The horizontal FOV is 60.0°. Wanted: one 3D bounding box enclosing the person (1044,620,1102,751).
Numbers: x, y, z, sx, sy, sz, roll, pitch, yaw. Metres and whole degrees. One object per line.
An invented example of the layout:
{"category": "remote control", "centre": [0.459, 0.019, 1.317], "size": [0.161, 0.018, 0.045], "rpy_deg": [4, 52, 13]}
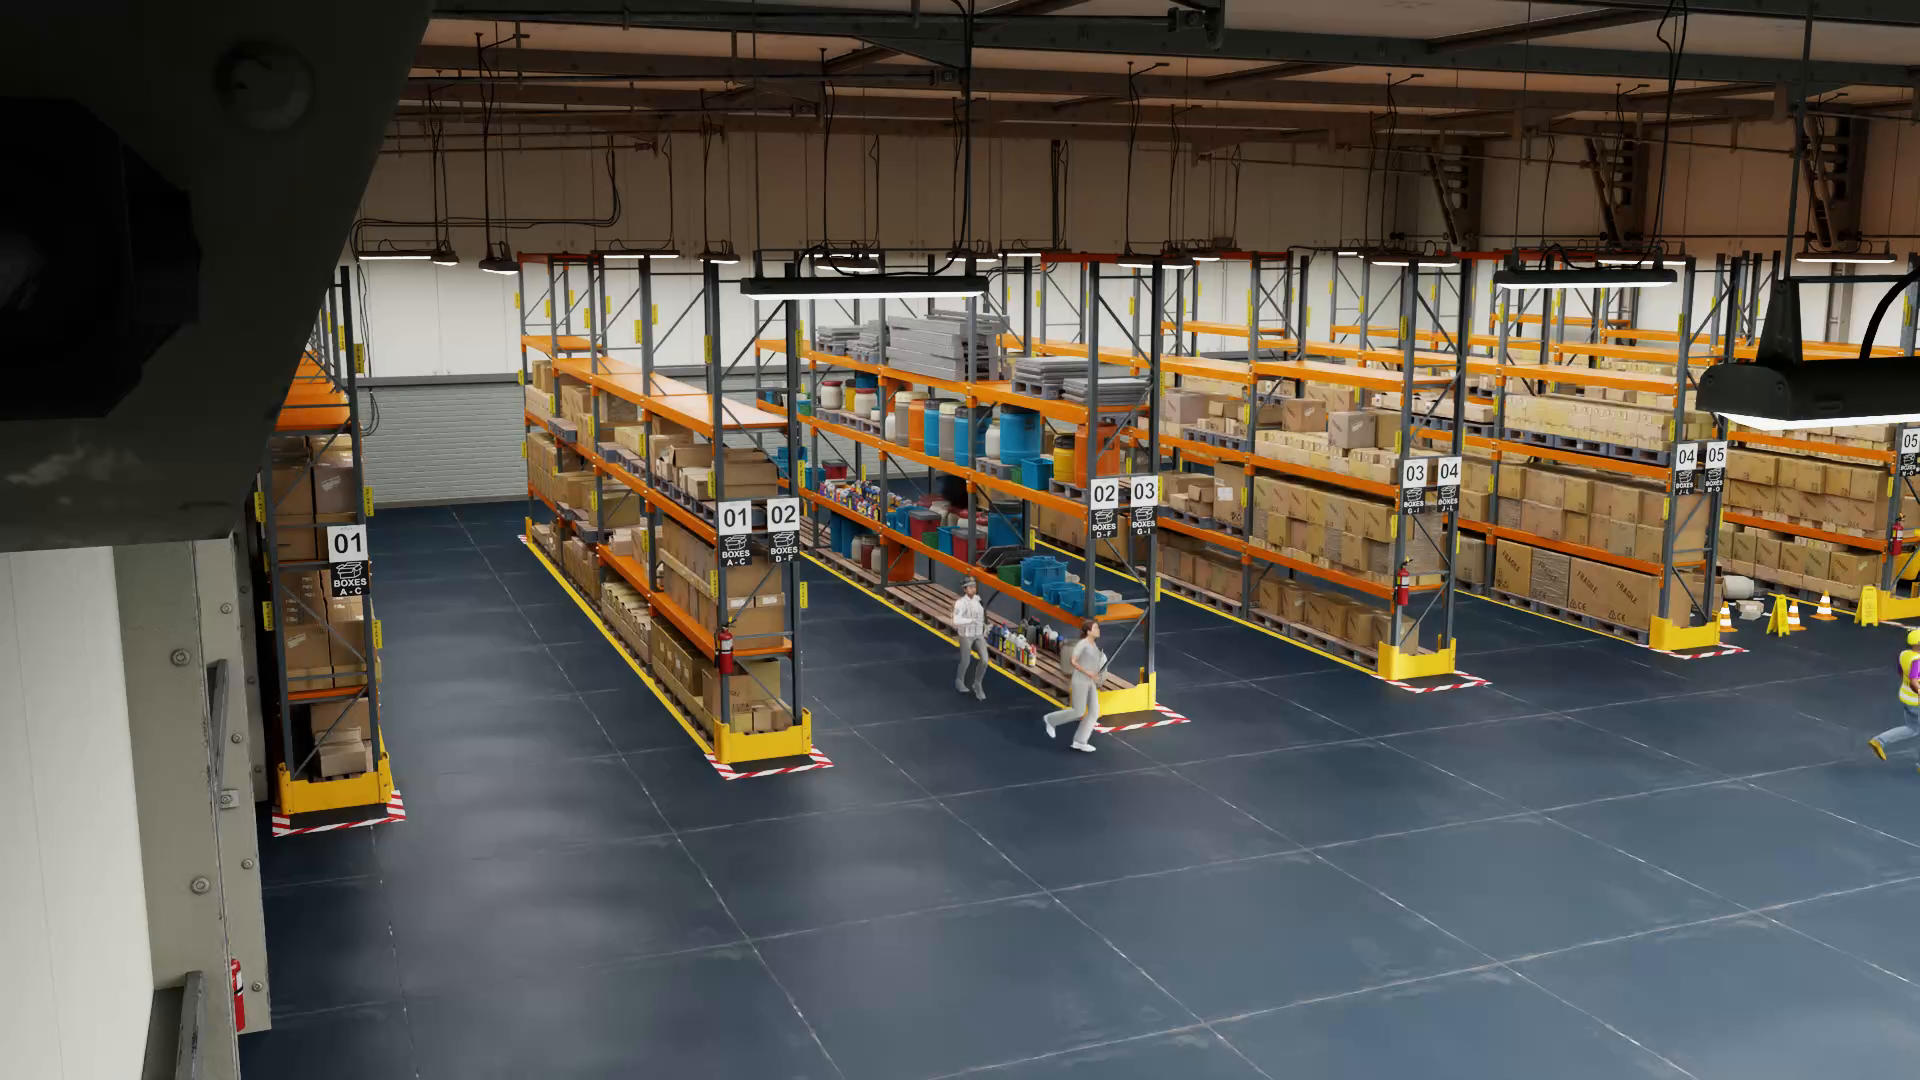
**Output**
{"category": "person", "centre": [1.500, 1.790, 20.927], "size": [0.750, 1.573, 0.626], "rpy_deg": [7, 12, 33]}

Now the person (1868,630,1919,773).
{"category": "person", "centre": [11.335, 1.916, 19.754], "size": [0.846, 1.739, 0.714], "rpy_deg": [1, 10, 8]}

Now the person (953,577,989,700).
{"category": "person", "centre": [0.170, 1.354, 22.960], "size": [0.592, 1.734, 0.672], "rpy_deg": [-6, 12, -29]}
